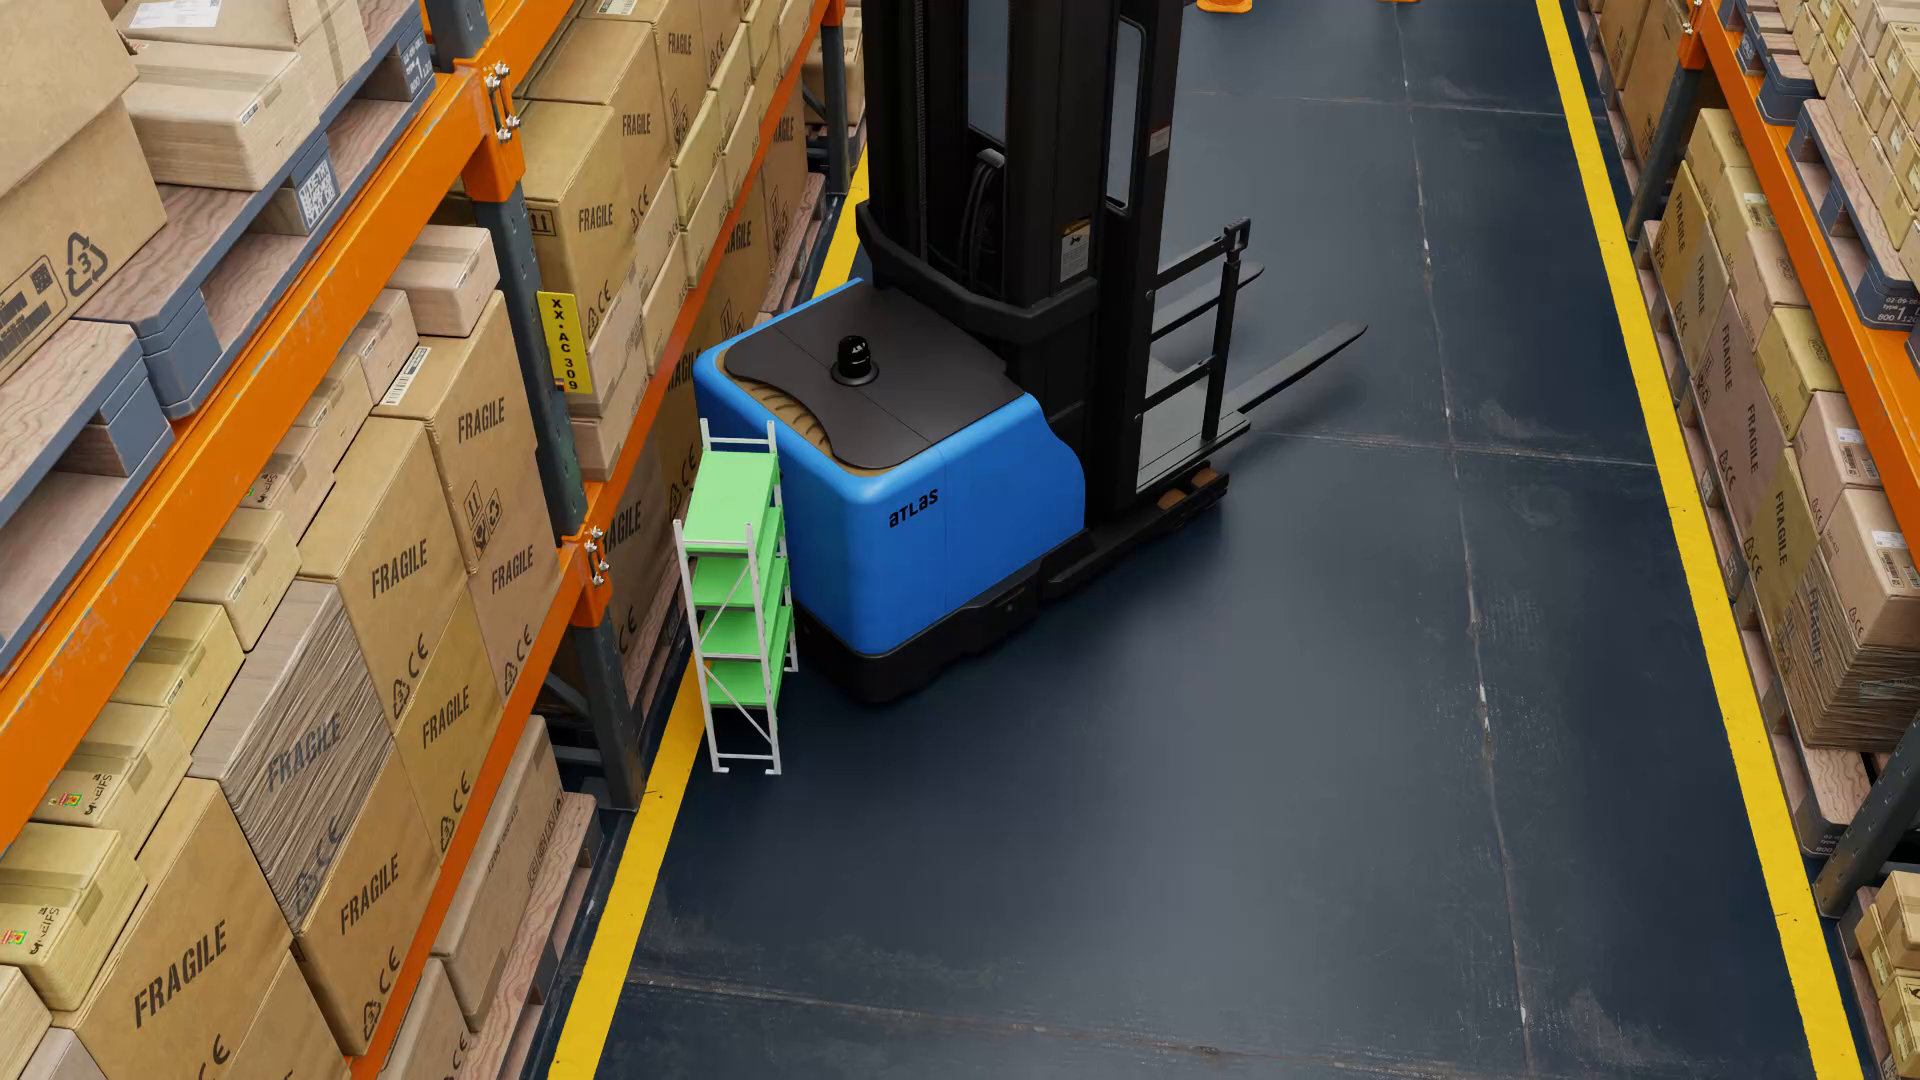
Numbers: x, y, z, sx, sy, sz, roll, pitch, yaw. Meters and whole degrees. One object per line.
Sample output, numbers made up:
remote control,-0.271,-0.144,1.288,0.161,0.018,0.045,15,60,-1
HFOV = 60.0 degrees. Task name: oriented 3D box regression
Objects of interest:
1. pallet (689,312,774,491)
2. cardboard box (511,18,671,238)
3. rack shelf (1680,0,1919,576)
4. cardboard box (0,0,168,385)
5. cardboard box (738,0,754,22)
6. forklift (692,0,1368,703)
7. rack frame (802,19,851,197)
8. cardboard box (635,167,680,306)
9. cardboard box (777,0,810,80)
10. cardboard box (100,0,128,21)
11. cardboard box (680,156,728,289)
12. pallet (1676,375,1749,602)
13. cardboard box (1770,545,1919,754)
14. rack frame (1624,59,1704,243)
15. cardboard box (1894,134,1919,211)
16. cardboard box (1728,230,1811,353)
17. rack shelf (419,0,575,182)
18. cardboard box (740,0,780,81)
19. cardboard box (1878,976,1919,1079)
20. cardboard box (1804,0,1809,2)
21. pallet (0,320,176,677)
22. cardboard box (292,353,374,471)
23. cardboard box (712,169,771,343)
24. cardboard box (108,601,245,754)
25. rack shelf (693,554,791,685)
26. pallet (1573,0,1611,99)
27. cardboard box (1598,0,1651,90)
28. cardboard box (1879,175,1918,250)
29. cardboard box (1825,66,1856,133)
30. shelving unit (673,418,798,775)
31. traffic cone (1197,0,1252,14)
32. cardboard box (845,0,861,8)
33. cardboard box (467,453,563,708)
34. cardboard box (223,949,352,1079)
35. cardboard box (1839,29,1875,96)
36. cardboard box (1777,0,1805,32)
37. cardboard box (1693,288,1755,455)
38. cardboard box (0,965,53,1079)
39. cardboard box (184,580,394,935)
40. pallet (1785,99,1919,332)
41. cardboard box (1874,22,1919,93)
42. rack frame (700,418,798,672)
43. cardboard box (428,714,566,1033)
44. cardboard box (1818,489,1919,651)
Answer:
pallet,-1.416,-0.583,7.212,1.003,0.211,1.213,5,44,6
cardboard box,-1.220,-1.251,5.090,0.500,0.500,0.500,5,44,5
rack shelf,3.582,-0.950,6.094,1.077,0.370,4.000,5,44,6
cardboard box,-1.749,-0.622,2.591,0.797,0.503,0.637,8,44,9
cardboard box,-1.015,-2.290,6.187,0.500,0.500,0.500,5,44,6
forklift,0.473,-1.351,6.045,3.031,2.935,1.130,-31,52,-29
rack frame,-1.074,-2.955,7.689,1.000,3.000,0.127,5,44,6
cardboard box,-1.224,-0.988,5.357,0.500,0.250,0.500,6,44,6
cardboard box,-0.935,-2.183,6.983,0.500,0.250,0.500,6,44,6
cardboard box,-1.889,-1.161,3.162,0.500,0.500,0.500,6,44,6
cardboard box,-1.132,-1.151,5.893,0.500,0.250,0.500,5,44,5
pallet,3.578,-0.200,6.807,1.003,0.211,1.213,5,44,6
cardboard box,3.165,0.380,5.680,0.500,0.500,0.500,4,44,5
rack frame,3.846,-2.574,7.287,1.000,3.000,0.127,5,44,6
cardboard box,3.345,-1.205,5.502,0.380,0.149,0.250,5,44,6
cardboard box,3.370,-0.961,6.551,0.500,0.250,0.500,6,44,6
rack shelf,-1.338,-2.420,5.466,1.077,0.370,4.000,5,44,6
cardboard box,-0.998,-2.028,6.456,0.500,0.250,0.500,4,44,4
cardboard box,2.916,1.435,4.821,0.380,0.149,0.250,6,44,7
cardboard box,3.549,-2.247,6.602,0.380,0.149,0.250,7,44,8
pallet,-1.885,0.100,2.346,1.003,0.211,1.213,5,44,6
cardboard box,-1.513,-0.286,3.599,0.380,0.149,0.250,5,44,6
cardboard box,-1.370,-1.265,7.145,0.875,0.875,0.875,6,44,6
cardboard box,-1.559,0.241,3.043,0.380,0.149,0.250,4,44,5
rack shelf,-0.739,0.263,5.693,0.258,0.148,0.480,2,43,2
pallet,4.189,-2.921,9.681,1.003,0.211,1.213,5,44,6
cardboard box,4.128,-2.912,8.975,1.050,0.750,0.750,6,44,6
cardboard box,3.343,-1.086,5.592,0.380,0.149,0.250,7,44,7
cardboard box,3.449,-1.616,6.152,0.380,0.149,0.250,7,44,7
shelving unit,-0.739,0.216,5.649,0.258,1.200,0.503,2,43,2
traffic cone,1.632,-3.499,10.109,0.336,0.463,0.334,5,44,6
cardboard box,-0.900,-3.041,9.386,0.950,0.372,0.625,4,44,5
cardboard box,-1.411,0.074,4.417,0.500,0.500,0.500,6,44,6
cardboard box,-1.609,1.125,3.308,0.500,0.500,0.500,7,44,7
cardboard box,3.451,-1.723,6.049,0.380,0.149,0.250,5,44,6
cardboard box,3.551,-2.166,6.733,0.380,0.149,0.250,7,44,8
cardboard box,3.374,-0.667,6.785,0.500,0.500,0.500,4,44,4
cardboard box,-1.624,0.763,2.491,0.380,0.149,0.250,6,44,6
cardboard box,-1.524,0.411,3.334,0.500,0.500,0.500,6,44,6
pallet,3.625,-1.151,5.924,1.003,0.211,1.213,5,44,6
cardboard box,3.421,-1.658,5.764,0.380,0.149,0.250,6,44,7
rack frame,-0.726,0.049,5.826,0.240,1.200,0.015,2,43,2
cardboard box,-1.792,0.967,5.105,0.875,0.438,0.875,5,44,5
cardboard box,3.165,0.104,5.425,0.500,0.250,0.500,4,44,4
